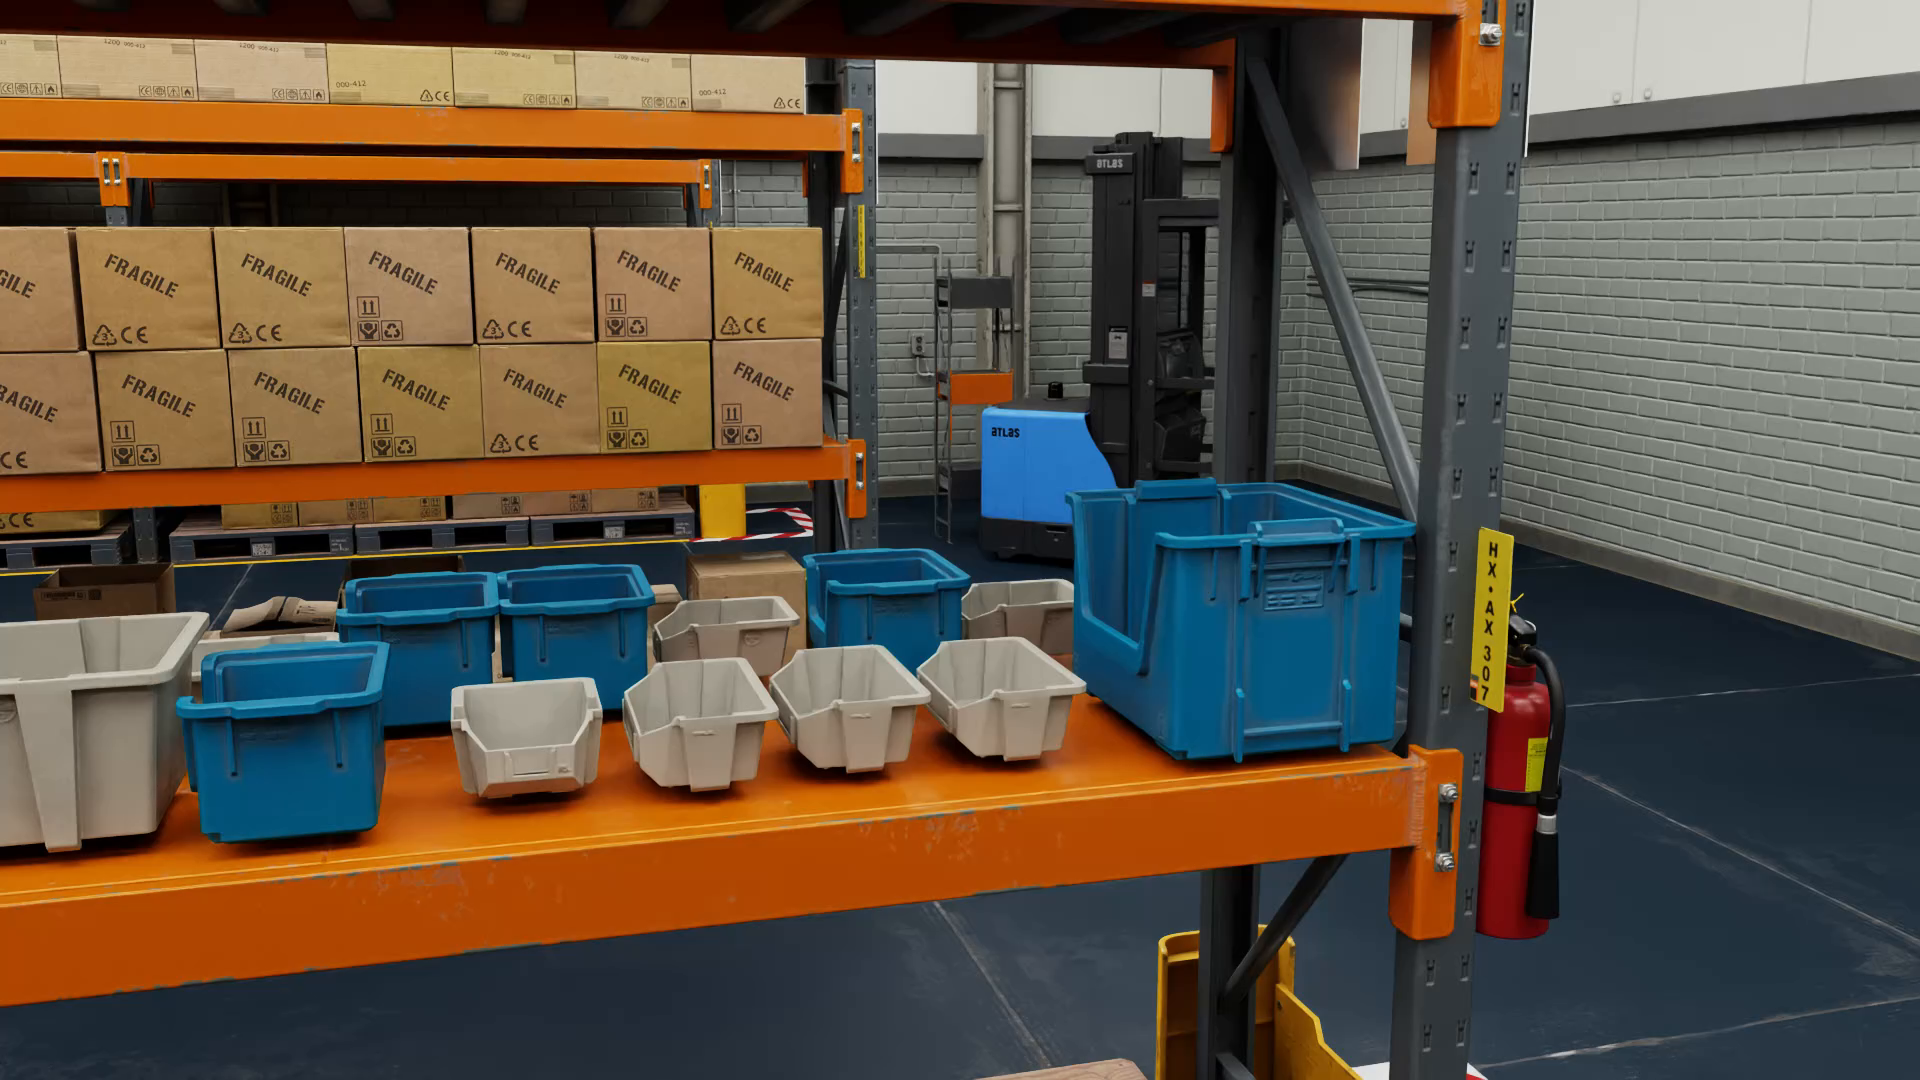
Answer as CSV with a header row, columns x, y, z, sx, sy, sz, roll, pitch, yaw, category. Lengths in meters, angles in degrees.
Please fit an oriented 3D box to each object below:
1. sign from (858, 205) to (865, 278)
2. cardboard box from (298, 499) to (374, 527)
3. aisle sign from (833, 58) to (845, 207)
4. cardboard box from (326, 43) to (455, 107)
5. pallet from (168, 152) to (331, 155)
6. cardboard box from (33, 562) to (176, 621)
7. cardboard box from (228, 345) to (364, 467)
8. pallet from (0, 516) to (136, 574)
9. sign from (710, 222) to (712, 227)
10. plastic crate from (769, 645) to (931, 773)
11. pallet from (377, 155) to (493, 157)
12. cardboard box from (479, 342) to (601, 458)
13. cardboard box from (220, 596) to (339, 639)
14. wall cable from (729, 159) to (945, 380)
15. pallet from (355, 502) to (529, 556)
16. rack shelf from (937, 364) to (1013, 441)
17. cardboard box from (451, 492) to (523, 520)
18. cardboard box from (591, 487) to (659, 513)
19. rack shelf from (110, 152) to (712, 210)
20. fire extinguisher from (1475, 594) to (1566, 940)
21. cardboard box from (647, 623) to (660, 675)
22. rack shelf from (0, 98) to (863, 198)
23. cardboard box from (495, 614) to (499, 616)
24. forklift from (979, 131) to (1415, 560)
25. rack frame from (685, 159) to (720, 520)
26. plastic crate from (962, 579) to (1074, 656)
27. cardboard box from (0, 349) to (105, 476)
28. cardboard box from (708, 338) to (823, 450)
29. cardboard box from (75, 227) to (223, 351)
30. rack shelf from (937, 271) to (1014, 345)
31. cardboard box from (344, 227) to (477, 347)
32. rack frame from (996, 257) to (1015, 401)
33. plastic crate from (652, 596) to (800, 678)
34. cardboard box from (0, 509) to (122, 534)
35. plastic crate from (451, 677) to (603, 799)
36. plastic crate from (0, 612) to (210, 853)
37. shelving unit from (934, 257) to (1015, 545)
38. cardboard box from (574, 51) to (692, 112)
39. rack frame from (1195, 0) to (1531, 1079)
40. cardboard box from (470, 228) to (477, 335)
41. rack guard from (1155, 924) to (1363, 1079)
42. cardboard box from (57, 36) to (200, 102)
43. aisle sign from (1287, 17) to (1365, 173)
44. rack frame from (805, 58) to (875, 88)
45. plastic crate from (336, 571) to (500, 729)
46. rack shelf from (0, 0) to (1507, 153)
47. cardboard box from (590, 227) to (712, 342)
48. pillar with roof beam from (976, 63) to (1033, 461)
x,y,z,sx,sy,sz,roll,pitch,yaw,category
-0.448,-1.359,7.571,0.005,0.325,0.100,-3,11,-16,sign
-4.583,-0.412,12.243,0.500,0.500,0.700,-3,11,-17,cardboard box
-0.600,-2.064,8.294,0.004,0.787,0.394,-3,11,-16,aisle sign
-2.448,-1.987,7.186,0.500,0.250,0.500,-3,11,-16,cardboard box
-5.024,-2.861,11.762,1.213,0.211,1.003,-3,11,-16,pallet
-3.957,0.406,7.745,0.500,0.500,0.500,-3,11,-16,cardboard box
-2.887,-0.608,7.287,0.500,0.500,0.500,-3,11,-16,cardboard box
-6.532,0.034,11.780,1.213,0.211,1.003,-3,11,-16,pallet
-1.834,-2.183,12.268,0.005,0.325,0.100,-3,11,-16,sign
-0.218,0.315,3.113,0.243,0.136,0.396,-3,11,-16,plastic crate
-3.855,-2.922,12.094,1.213,0.211,1.003,-3,11,-16,pallet
-1.916,-0.659,7.566,0.500,0.500,0.500,-3,11,-15,cardboard box
-3.237,0.461,7.968,0.500,0.311,0.500,-3,11,-16,cardboard box
-1.007,-2.321,14.063,1.851,1.984,0.084,-3,11,-16,wall cable
-3.887,-0.106,12.537,1.213,0.211,1.003,-3,11,-16,pallet
0.104,-1.032,12.428,0.480,0.518,0.431,-3,11,-16,rack shelf
-3.579,-0.466,12.535,0.500,0.500,0.700,-3,11,-18,cardboard box
-2.616,-0.517,12.812,0.500,0.500,0.700,-3,11,-16,cardboard box
-3.892,-2.612,12.154,4.000,0.370,1.077,-3,11,-16,rack shelf
1.069,0.423,3.208,0.183,0.674,0.296,-3,11,-16,fire extinguisher
-1.451,0.521,8.042,0.250,0.166,0.380,-3,11,-16,cardboard box
-2.504,-1.751,7.477,4.000,0.370,1.077,-3,11,-16,rack shelf
-2.145,0.434,8.286,0.500,0.250,0.500,-3,11,-16,cardboard box
1.695,-1.270,11.352,3.031,2.935,1.130,5,11,24,forklift
-1.972,-1.592,12.910,0.127,3.000,1.000,-3,11,-16,rack frame
0.137,0.187,3.807,0.298,0.136,0.250,-3,11,-16,plastic crate
-3.859,-0.556,7.008,0.500,0.500,0.500,-3,11,-14,cardboard box
-0.938,-0.710,7.844,0.500,0.500,0.500,-3,11,-14,cardboard box
-3.398,-1.071,7.041,0.500,0.500,0.500,-3,11,-18,cardboard box
0.104,-1.720,12.302,0.480,0.518,0.431,-3,11,-16,rack shelf
-2.409,-1.123,7.324,0.500,0.500,0.500,-3,11,-14,cardboard box
0.338,-1.058,12.494,0.015,2.100,0.400,-3,11,-16,rack frame
-0.514,0.222,3.620,0.298,0.136,0.250,-3,11,-16,plastic crate
-6.400,-0.484,11.666,0.750,0.750,0.750,-3,11,-15,cardboard box
-0.757,0.352,2.914,0.250,0.136,0.298,-3,11,-16,plastic crate
-1.526,0.316,2.707,0.530,0.282,0.437,-3,11,-16,plastic crate
0.104,-1.045,12.426,0.503,2.100,0.431,-3,11,-16,shelving unit
-1.487,-2.037,7.458,0.500,0.250,0.500,-3,11,-16,cardboard box
0.798,0.131,3.552,0.053,2.616,0.949,-3,11,-16,rack frame
-2.553,-1.217,7.837,0.500,0.500,0.500,-3,11,-16,cardboard box
0.816,1.356,3.800,0.348,0.500,1.175,-3,11,-16,rack guard
-3.407,-1.936,6.910,0.500,0.250,0.500,-3,11,-16,cardboard box
0.783,-1.204,3.620,0.004,0.787,0.394,-3,11,-16,aisle sign
-0.584,-3.682,7.690,0.127,3.000,1.000,-3,11,-16,rack frame
-1.084,0.220,3.364,0.300,0.233,0.416,-3,11,-16,plastic crate
-1.123,-0.890,2.799,4.000,0.370,1.077,-3,11,-16,rack shelf
-1.419,-1.176,7.612,0.500,0.500,0.500,-3,11,-14,cardboard box
1.582,-4.081,9.861,0.400,9.000,9.100,-3,11,-16,pillar with roof beam
